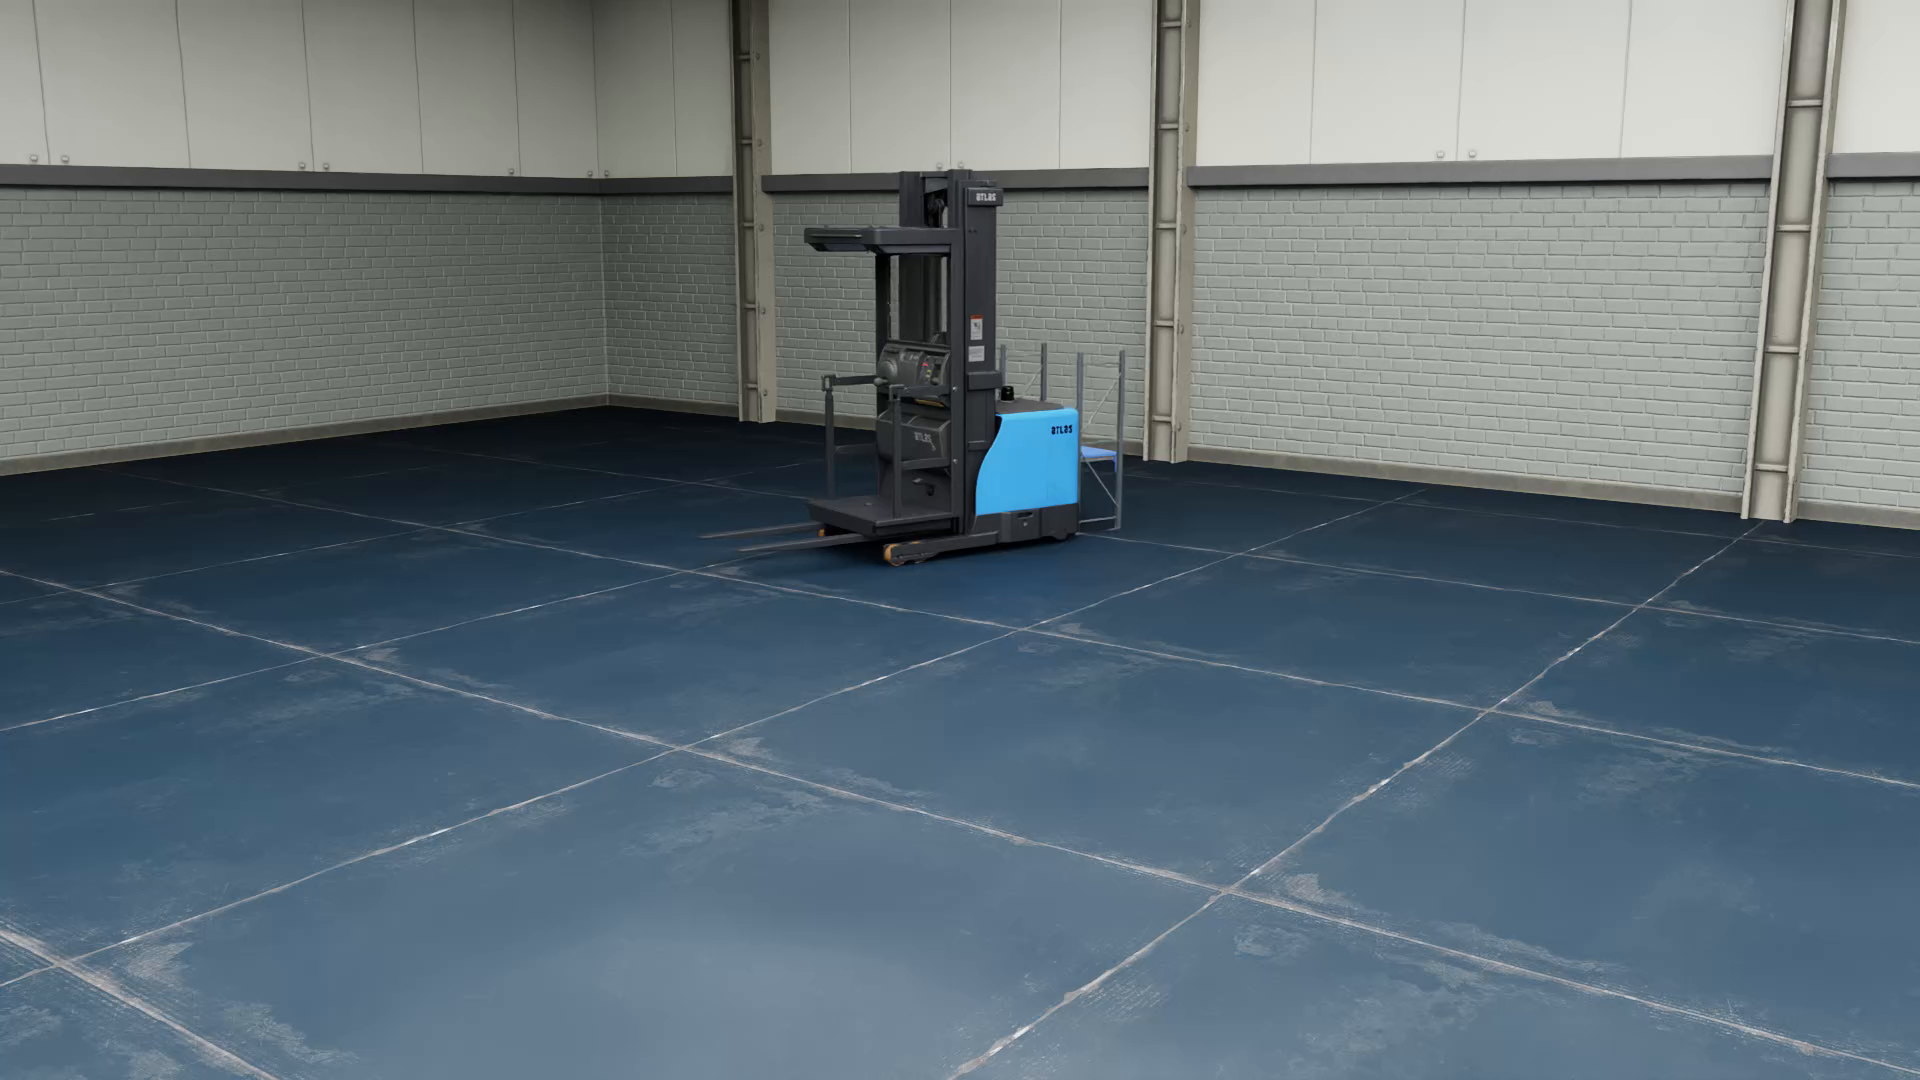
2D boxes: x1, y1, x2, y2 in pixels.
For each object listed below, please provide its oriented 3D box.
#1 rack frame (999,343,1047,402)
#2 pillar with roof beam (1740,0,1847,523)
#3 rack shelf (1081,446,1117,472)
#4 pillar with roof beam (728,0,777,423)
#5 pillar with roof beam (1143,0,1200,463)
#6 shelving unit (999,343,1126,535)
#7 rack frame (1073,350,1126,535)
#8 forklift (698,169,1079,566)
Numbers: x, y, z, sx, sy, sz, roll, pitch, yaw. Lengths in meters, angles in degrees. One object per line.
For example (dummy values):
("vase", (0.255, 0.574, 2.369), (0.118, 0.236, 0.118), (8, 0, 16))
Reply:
("rack frame", (0.546, -0.962, 14.535), (0.500, 1.500, 0.032), (-7, 13, -36))
("pillar with roof beam", (4.514, -3.951, 10.261), (0.400, 9.000, 9.100), (8, 13, 36))
("rack shelf", (0.847, -0.707, 14.167), (0.538, 0.185, 1.000), (-7, 13, -36))
("pillar with roof beam", (-5.158, -5.300, 17.234), (0.400, 9.000, 9.100), (8, 13, 36))
("pillar with roof beam", (-0.322, -4.626, 13.748), (0.400, 9.000, 9.100), (8, 13, 36))
("shelving unit", (0.849, -0.884, 14.134), (0.538, 1.500, 1.048), (-7, 13, -36))
("rack frame", (1.151, -0.806, 13.733), (0.500, 1.500, 0.032), (-7, 13, -36))
("forklift", (-0.535, -1.357, 12.826), (3.031, 2.935, 1.130), (-7, 13, -34))
